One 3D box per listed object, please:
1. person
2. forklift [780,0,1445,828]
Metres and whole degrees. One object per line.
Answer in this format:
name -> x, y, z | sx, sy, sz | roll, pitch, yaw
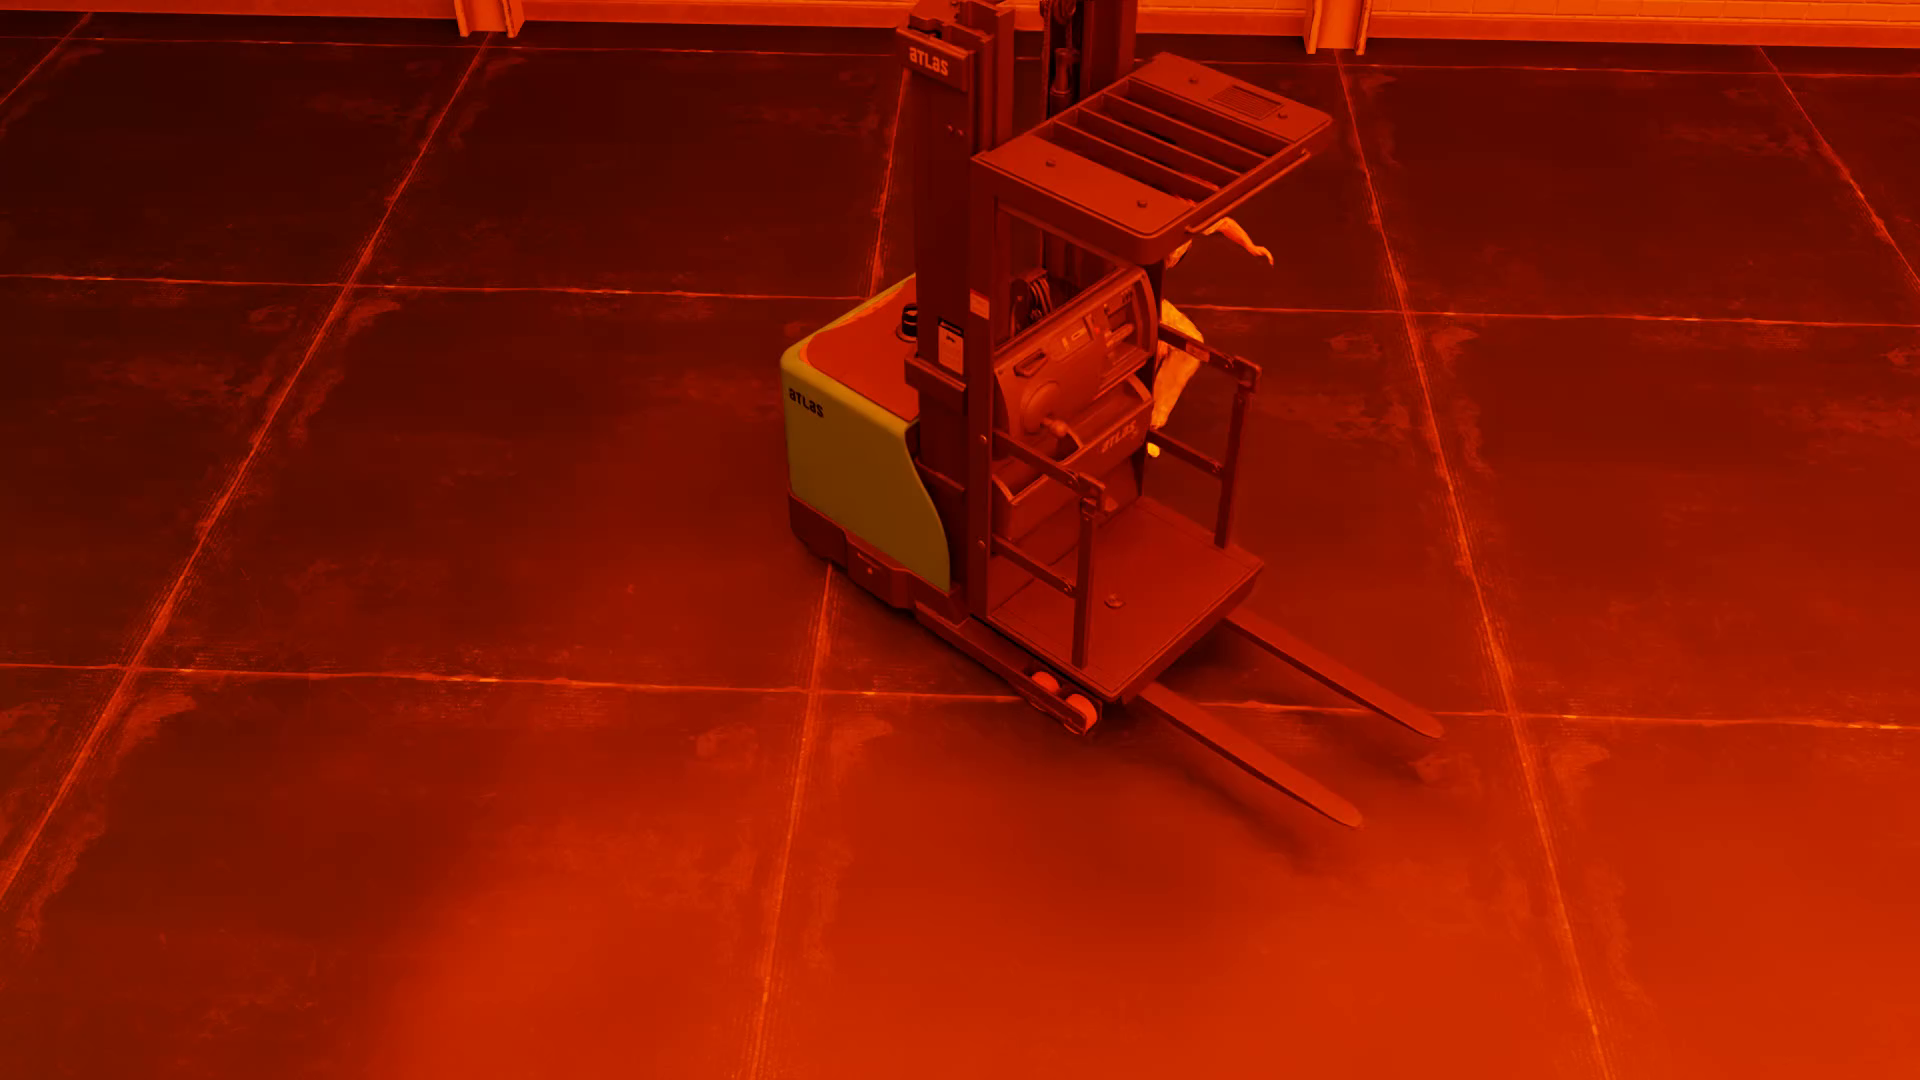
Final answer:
person -> 1.065, -1.121, 8.085 | 0.815, 1.435, 0.870 | 10, 43, 11
forklift -> 0.626, -0.669, 6.475 | 3.031, 2.935, 1.130 | 32, 51, 30
